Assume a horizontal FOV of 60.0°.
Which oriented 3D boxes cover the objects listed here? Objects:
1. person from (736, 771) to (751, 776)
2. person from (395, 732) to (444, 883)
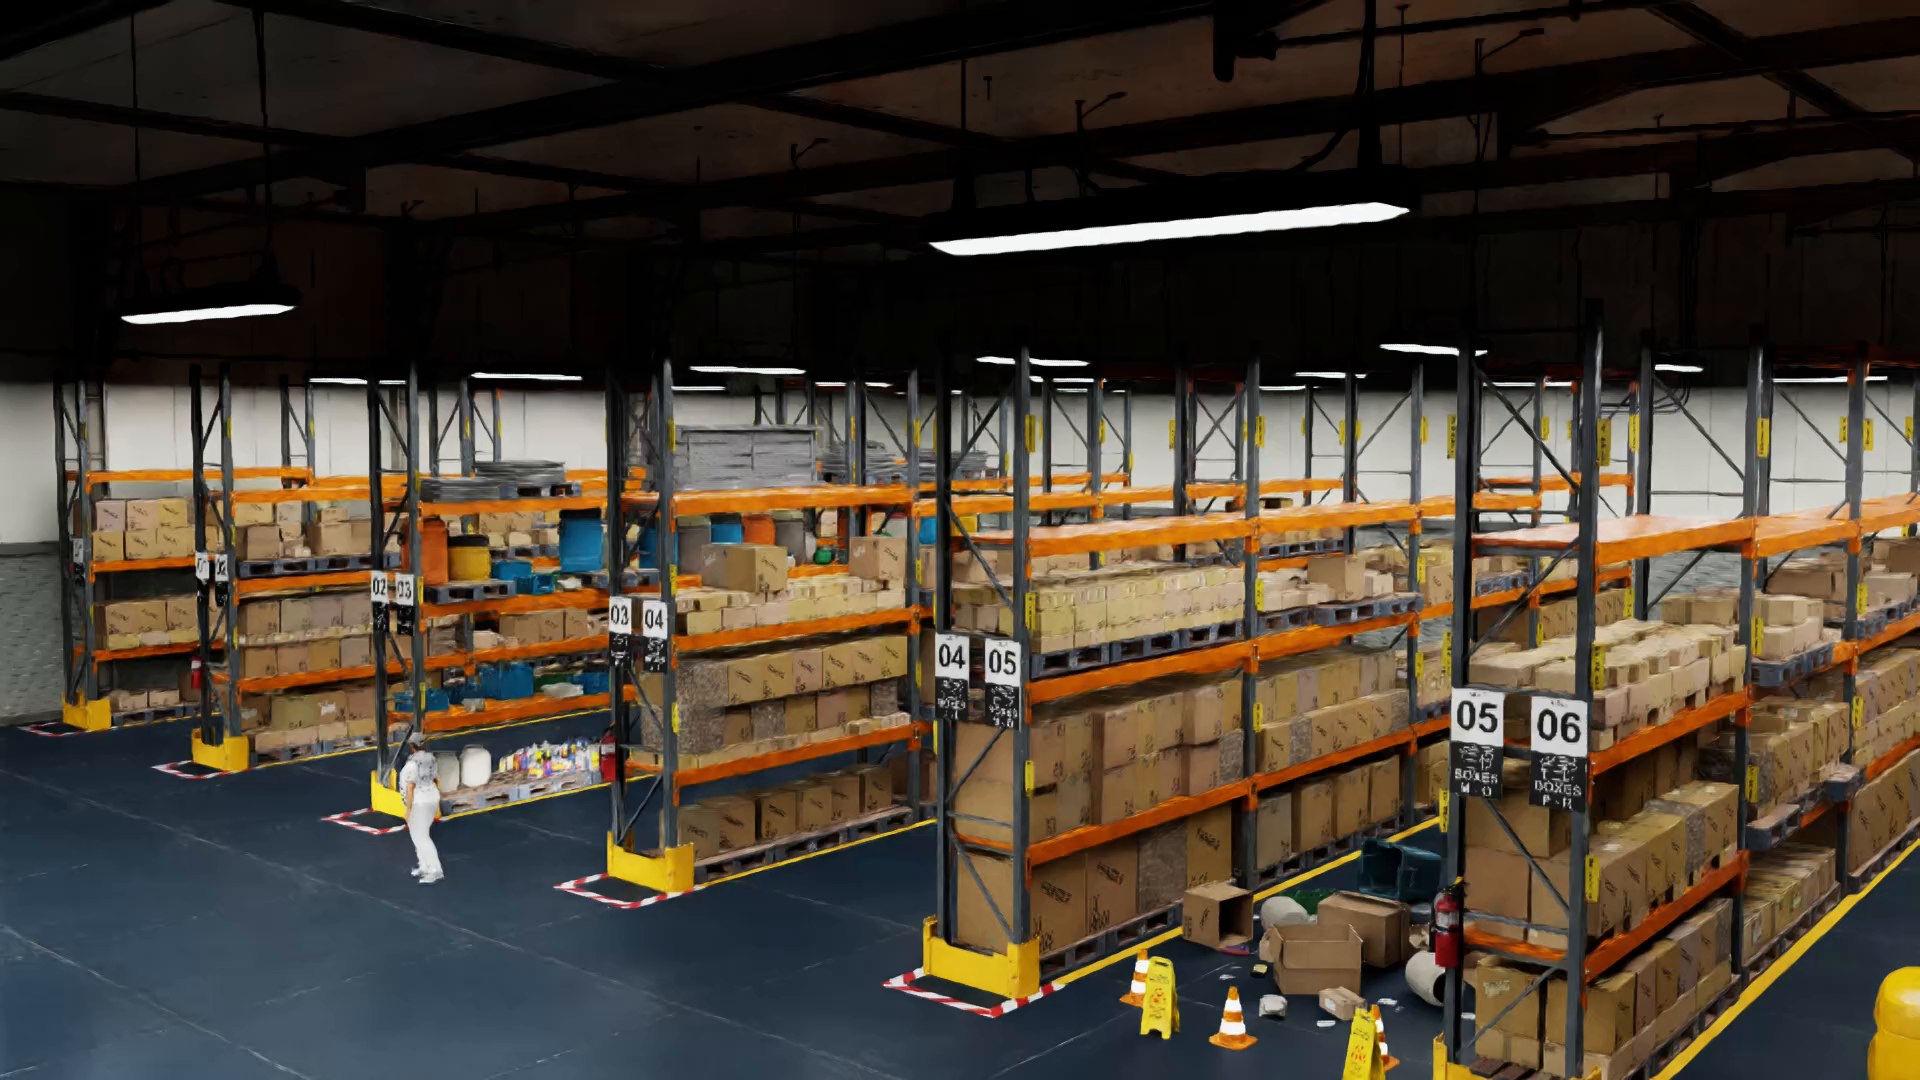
[{"bbox_3d":[-3.260,2.532,24.092,0.444,1.786,0.598,1,4,15],"label":"person"},{"bbox_3d":[-6.045,2.996,18.746,0.534,1.652,0.595,1,4,15],"label":"person"}]
